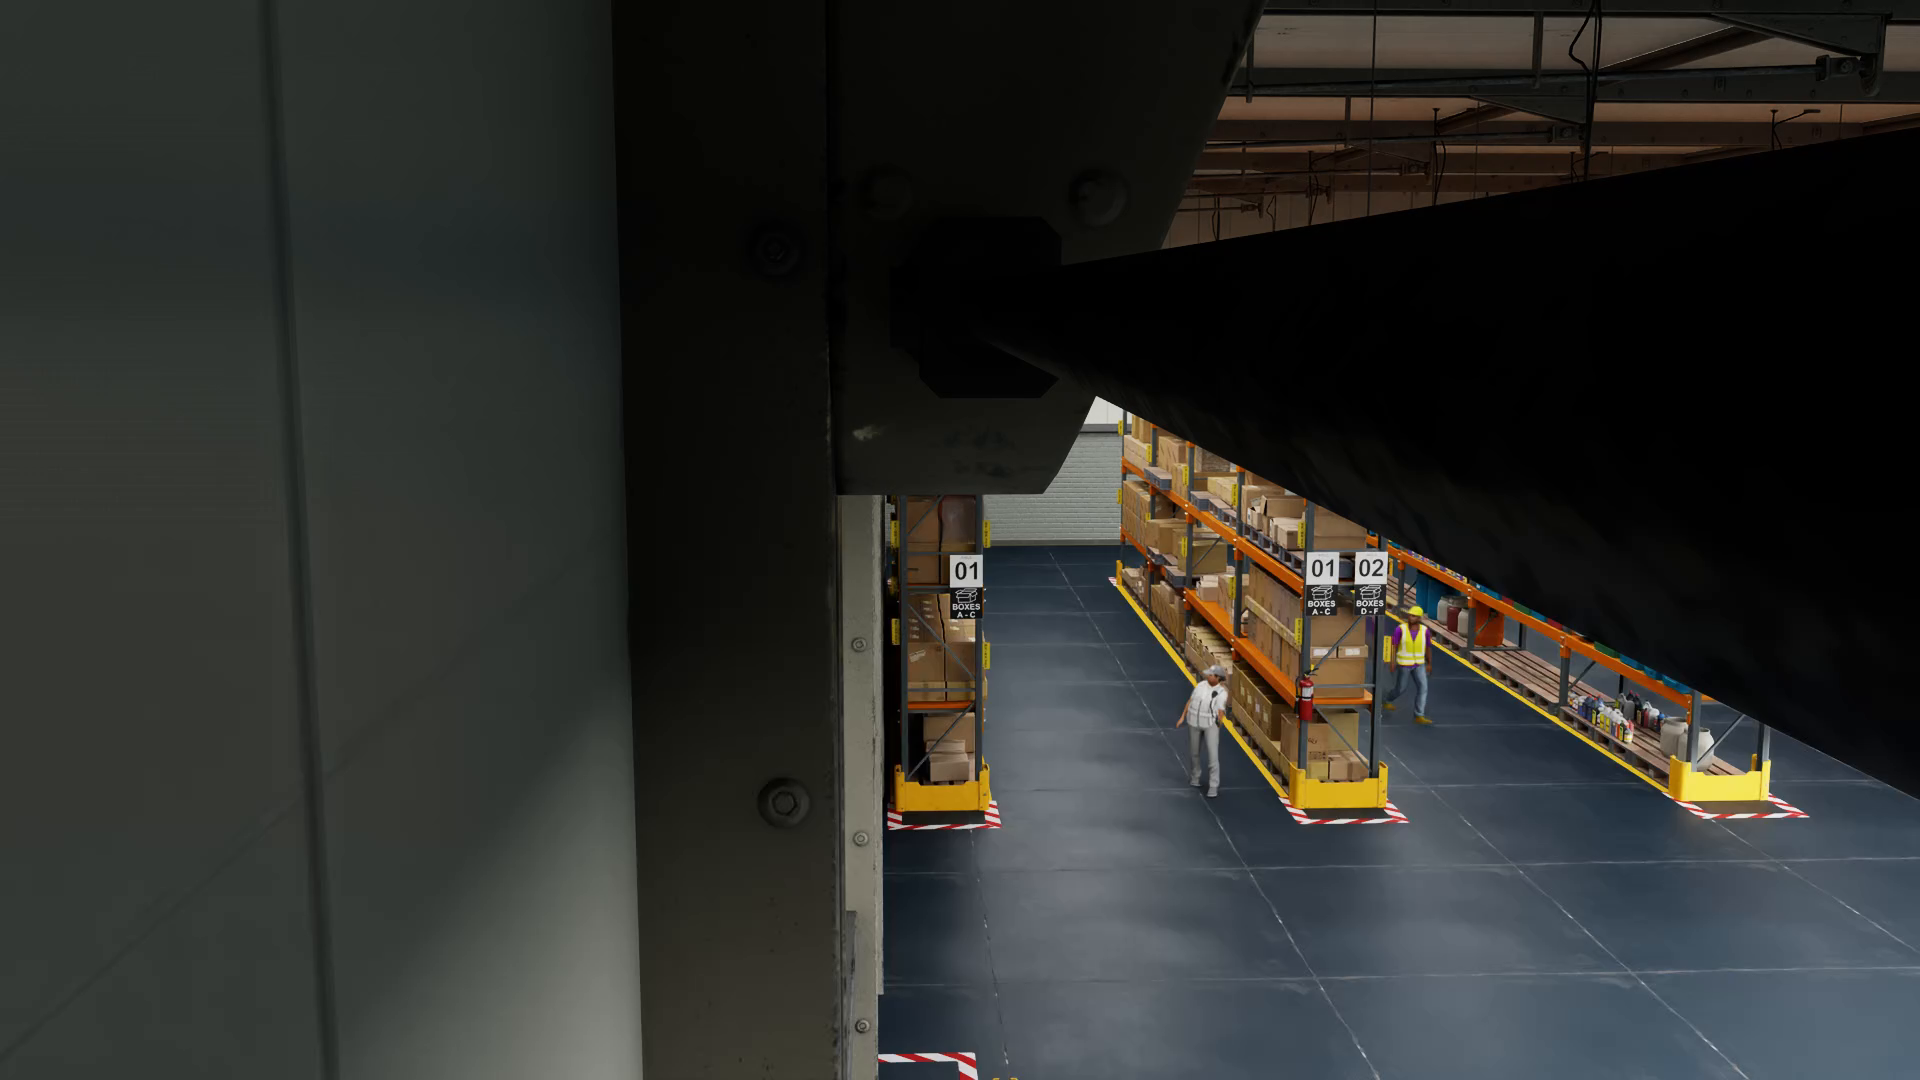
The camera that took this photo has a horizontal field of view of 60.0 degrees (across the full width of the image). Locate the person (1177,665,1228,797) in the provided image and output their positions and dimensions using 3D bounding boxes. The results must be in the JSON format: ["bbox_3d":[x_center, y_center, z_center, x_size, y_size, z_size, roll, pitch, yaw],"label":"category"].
[{"bbox_3d":[3.083,2.409,21.299,0.628,1.618,0.671,4,9,27],"label":"person"}]

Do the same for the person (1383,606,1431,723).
[{"bbox_3d":[6.742,1.832,24.815,0.567,1.725,0.955,-2,9,-16],"label":"person"}]
